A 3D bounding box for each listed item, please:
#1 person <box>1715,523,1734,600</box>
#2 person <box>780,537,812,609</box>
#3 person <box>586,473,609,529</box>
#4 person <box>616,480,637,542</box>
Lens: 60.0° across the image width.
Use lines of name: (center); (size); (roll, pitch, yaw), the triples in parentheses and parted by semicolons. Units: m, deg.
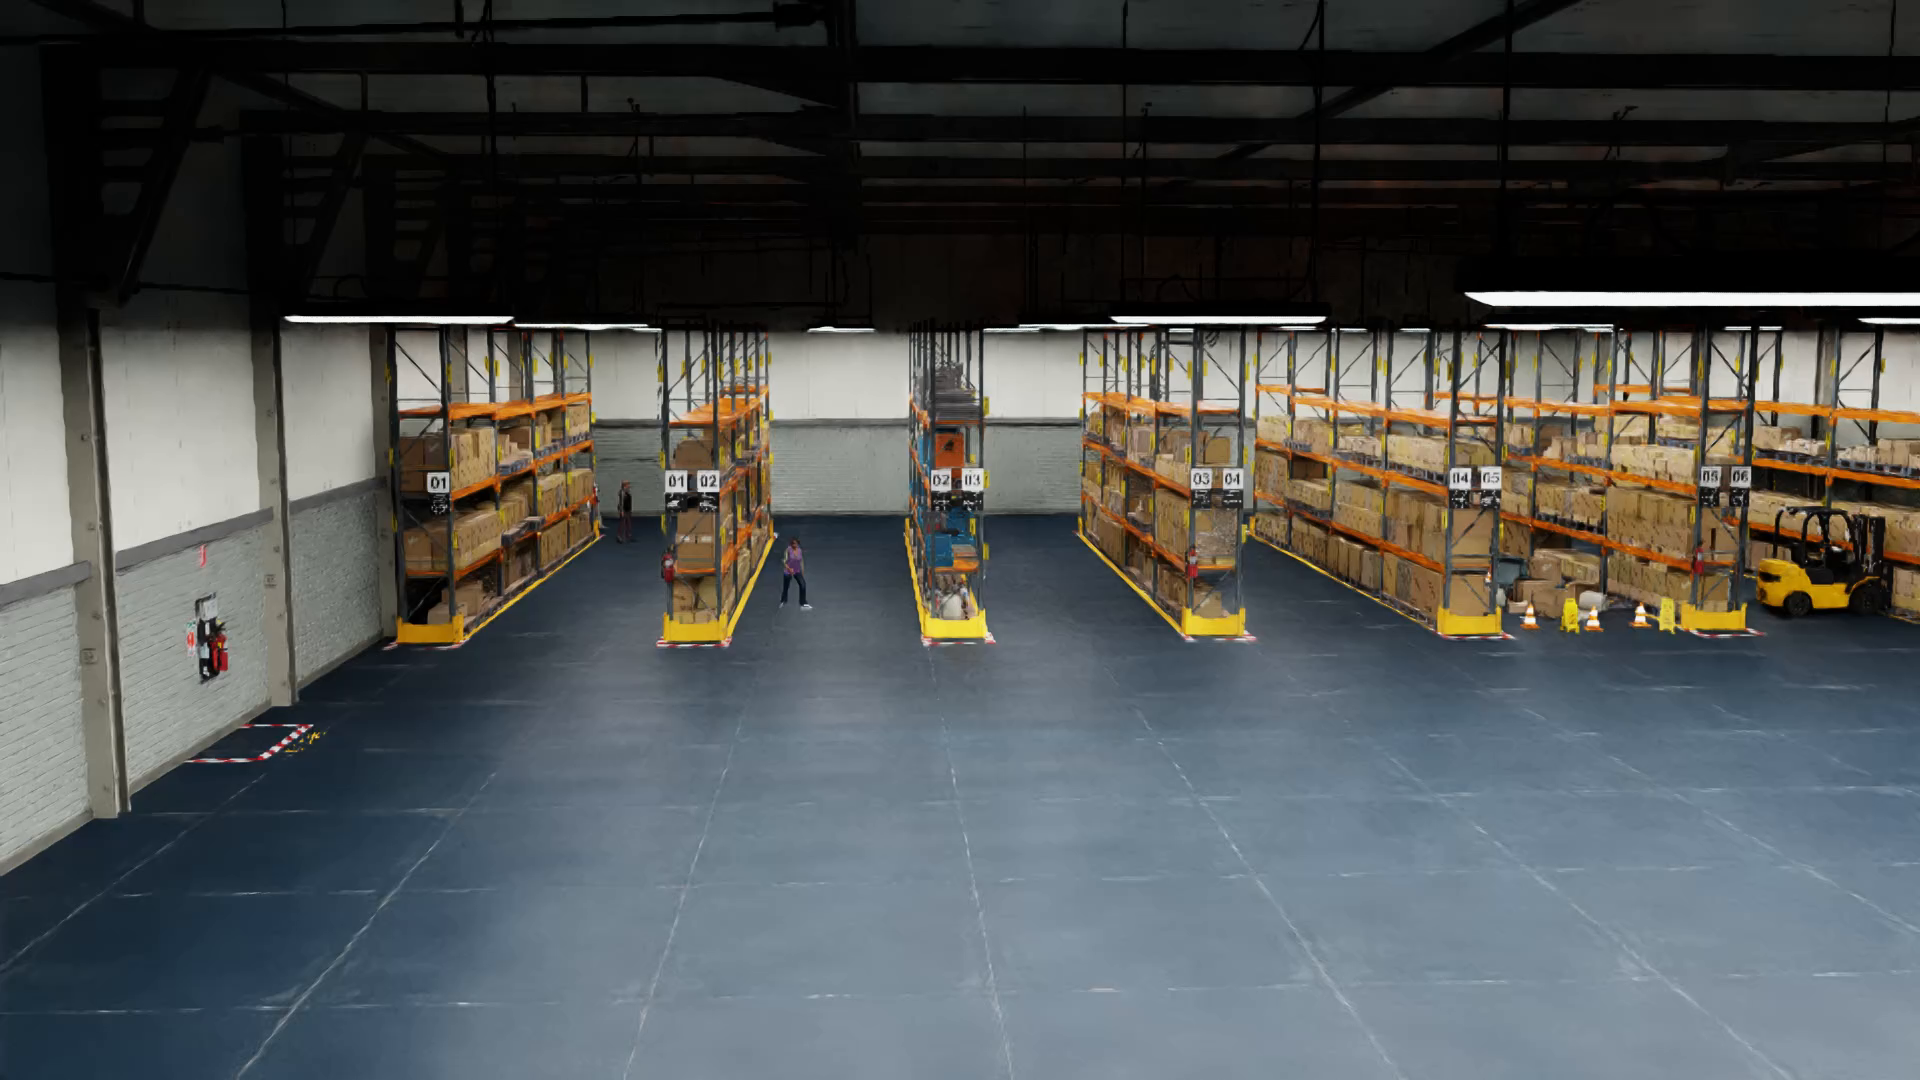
person: (16.459, 0.455, 35.952); (0.480, 1.666, 0.523); (3, 8, 26)
person: (-3.474, 0.672, 34.708); (0.568, 1.528, 0.780); (-3, 8, -22)
person: (-10.742, -1.135, 48.733); (0.546, 1.672, 0.685); (5, 9, 36)
person: (-9.247, -0.808, 45.925); (0.479, 1.721, 0.621); (0, 7, 4)
